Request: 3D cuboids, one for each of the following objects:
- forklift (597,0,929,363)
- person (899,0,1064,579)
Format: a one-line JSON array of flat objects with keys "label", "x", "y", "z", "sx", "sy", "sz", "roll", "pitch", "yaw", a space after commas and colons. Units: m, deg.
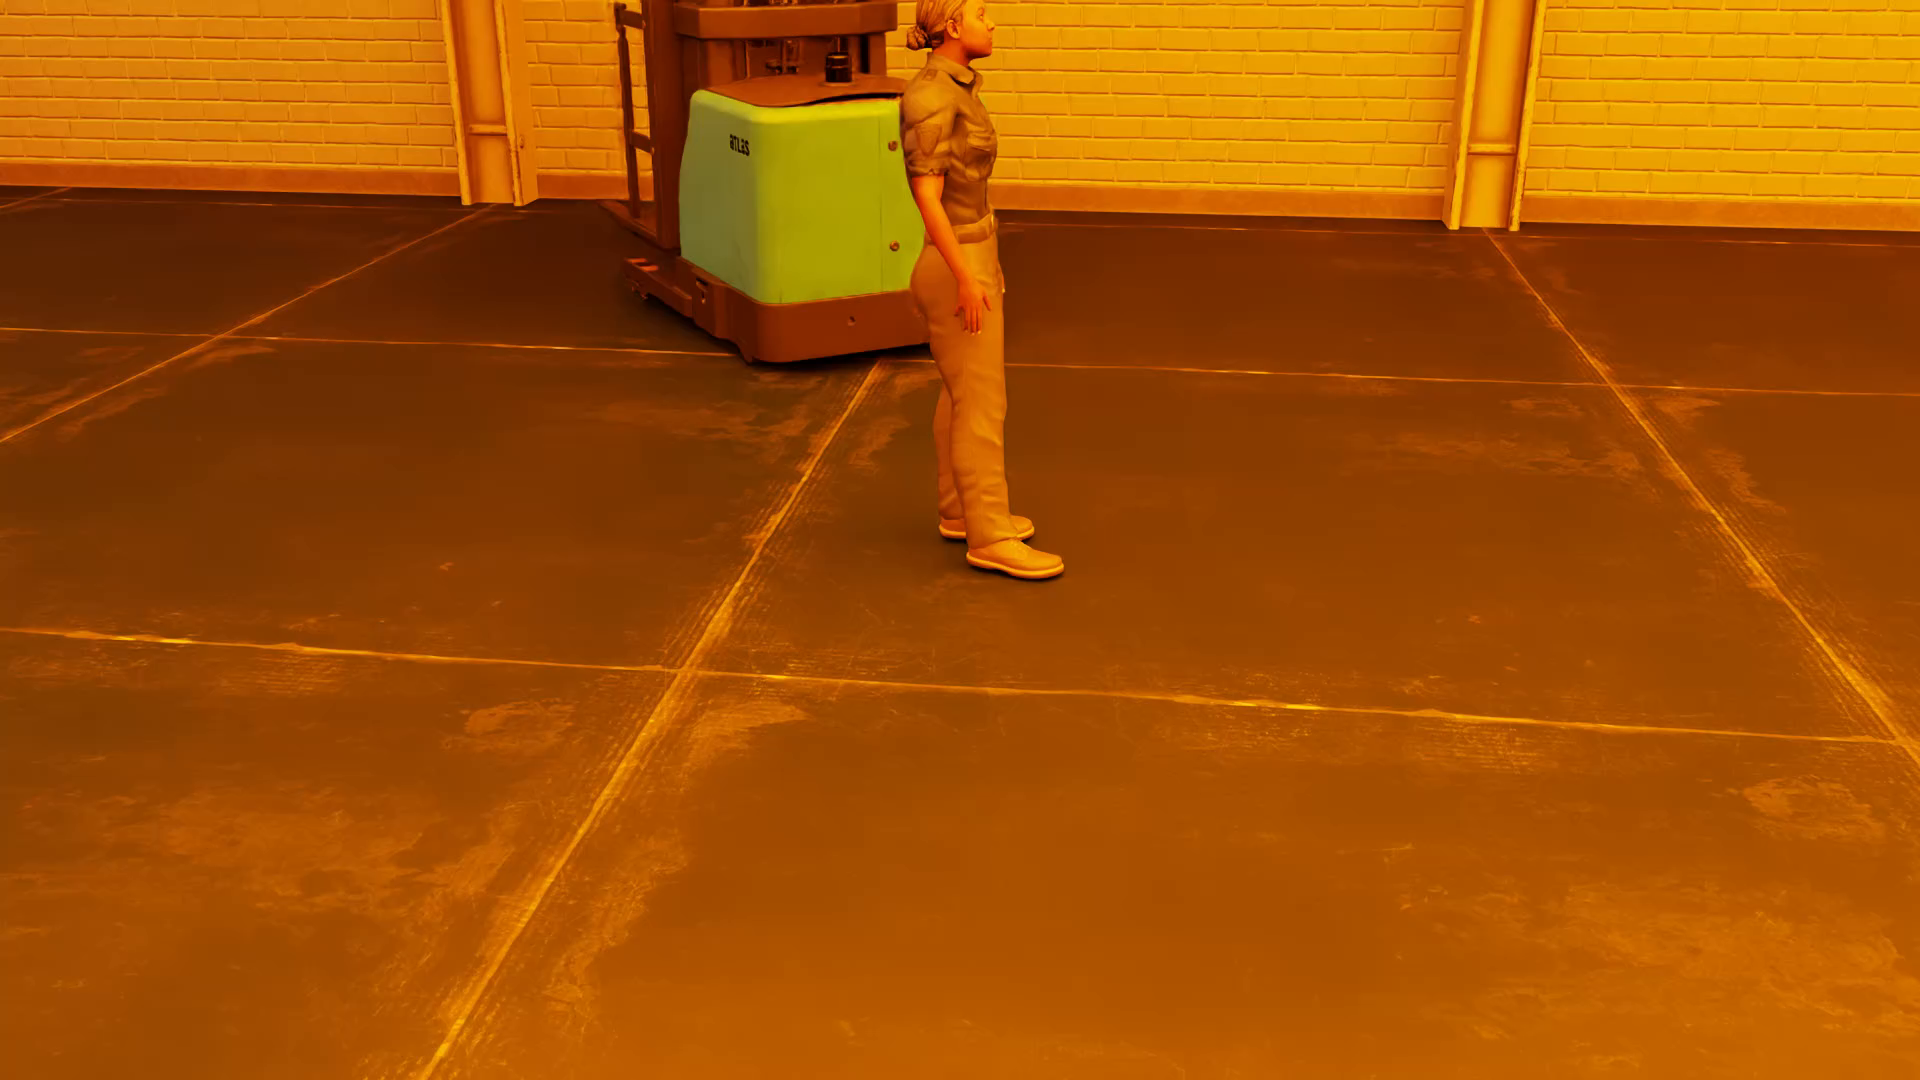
[{"label": "forklift", "x": -1.020, "y": -2.594, "z": 7.695, "sx": 1.130, "sy": 2.935, "sz": 3.031, "roll": -11, "pitch": 24, "yaw": -26}, {"label": "person", "x": 0.084, "y": -0.762, "z": 4.837, "sx": 0.504, "sy": 1.654, "sz": 0.569, "roll": 3, "pitch": 22, "yaw": 7}]
